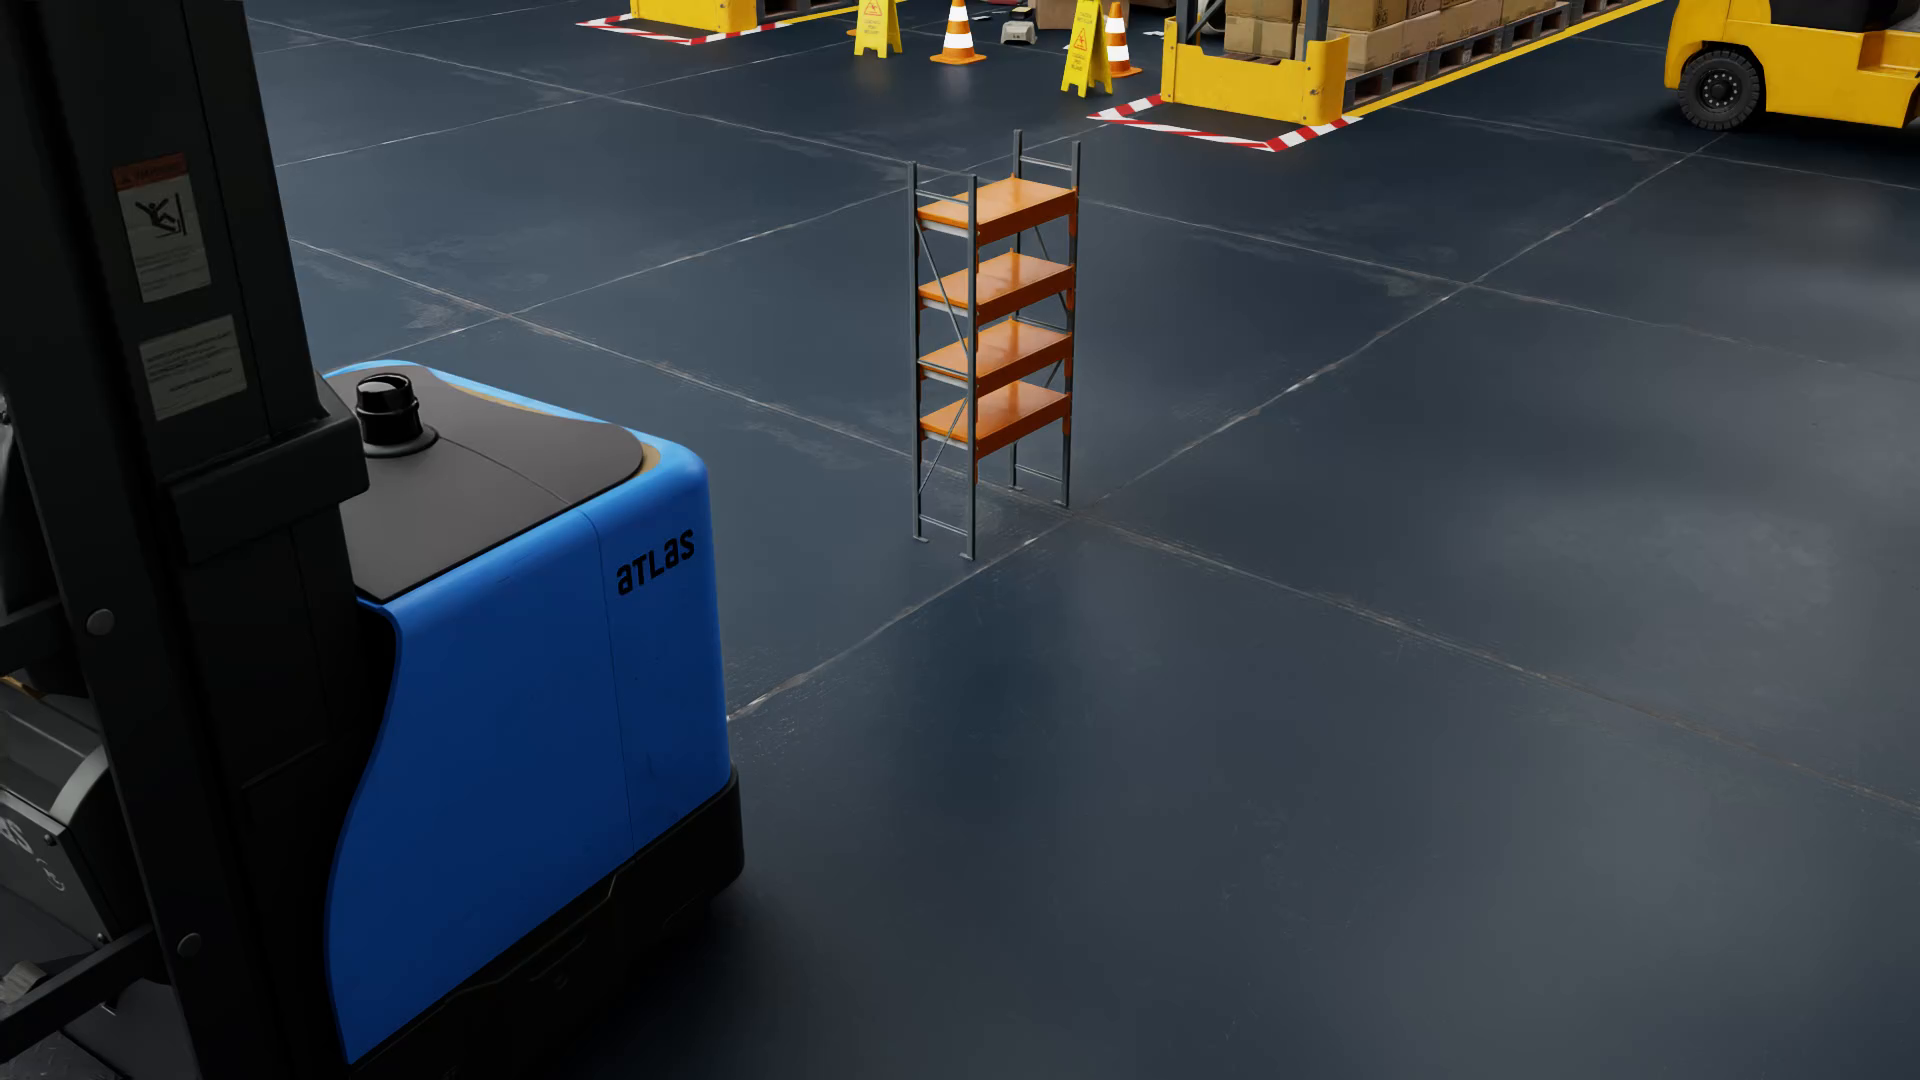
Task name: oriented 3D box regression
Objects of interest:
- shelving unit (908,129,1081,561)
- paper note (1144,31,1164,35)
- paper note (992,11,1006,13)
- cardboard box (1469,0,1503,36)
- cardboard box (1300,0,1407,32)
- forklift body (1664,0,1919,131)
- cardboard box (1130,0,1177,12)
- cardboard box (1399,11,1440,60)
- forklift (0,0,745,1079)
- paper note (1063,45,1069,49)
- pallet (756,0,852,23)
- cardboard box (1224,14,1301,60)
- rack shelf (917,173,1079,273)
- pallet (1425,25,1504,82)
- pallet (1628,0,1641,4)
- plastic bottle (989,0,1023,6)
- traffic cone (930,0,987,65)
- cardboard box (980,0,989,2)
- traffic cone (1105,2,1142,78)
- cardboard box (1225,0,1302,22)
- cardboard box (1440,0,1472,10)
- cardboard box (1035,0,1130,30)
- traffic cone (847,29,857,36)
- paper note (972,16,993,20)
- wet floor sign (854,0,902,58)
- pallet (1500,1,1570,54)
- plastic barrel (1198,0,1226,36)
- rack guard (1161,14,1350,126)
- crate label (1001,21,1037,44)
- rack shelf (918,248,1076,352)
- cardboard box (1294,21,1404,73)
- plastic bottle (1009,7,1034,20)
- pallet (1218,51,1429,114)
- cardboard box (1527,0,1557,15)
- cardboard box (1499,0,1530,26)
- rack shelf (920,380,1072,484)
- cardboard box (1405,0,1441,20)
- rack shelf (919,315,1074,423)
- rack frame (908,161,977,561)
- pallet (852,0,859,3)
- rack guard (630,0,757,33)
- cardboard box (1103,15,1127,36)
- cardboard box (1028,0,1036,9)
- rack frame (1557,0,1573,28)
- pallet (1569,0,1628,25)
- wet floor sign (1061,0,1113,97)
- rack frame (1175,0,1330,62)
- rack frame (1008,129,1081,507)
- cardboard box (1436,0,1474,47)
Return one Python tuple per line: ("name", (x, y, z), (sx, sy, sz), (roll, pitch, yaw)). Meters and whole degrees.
("shelving unit", (0.105, -0.592, 5.088), (0.258, 1.200, 0.503), (21, 34, 34))
("paper note", (1.504, -3.892, 12.753), (0.142, 0.019, 0.148), (-15, 31, -27))
("paper note", (0.320, -4.304, 13.559), (0.123, 0.001, 0.032), (-10, 29, -18))
("cardboard box", (3.501, -3.766, 11.801), (0.500, 0.250, 0.500), (21, 34, 35))
("cardboard box", (2.524, -3.554, 10.574), (0.500, 0.500, 0.500), (19, 33, 33))
("forklift body", (5.414, -3.421, 9.522), (2.313, 2.155, 1.214), (21, 34, 34))
("cardboard box", (1.535, -4.690, 13.620), (0.797, 0.637, 0.503), (21, 34, 34))
("cardboard box", (2.840, -3.391, 11.075), (0.500, 0.250, 0.500), (22, 35, 36))
("forklift", (-1.719, -0.086, 2.226), (1.130, 2.935, 3.031), (17, 32, 30))
("paper note", (0.848, -3.640, 12.253), (0.148, 0.019, 0.142), (9, 29, 17))
("pallet", (-1.653, -4.520, 13.758), (1.003, 0.211, 1.213), (21, 34, 34))
("cardboard box", (2.105, -3.381, 11.056), (0.500, 0.250, 0.500), (21, 34, 34))
("rack shelf", (0.105, -0.941, 4.907), (0.258, 0.148, 0.480), (21, 34, 34))
("pallet", (3.152, -3.538, 11.860), (1.003, 0.211, 1.213), (21, 34, 34))
("pallet", (5.597, -4.932, 14.554), (1.003, 0.211, 1.213), (21, 34, 34))
("plastic bottle", (0.396, -4.511, 13.904), (0.283, 0.061, 0.133), (9, 29, 17))
("traffic cone", (-0.012, -3.648, 11.798), (0.336, 0.463, 0.334), (21, 34, 34))
("cardboard box", (0.248, -4.911, 14.197), (0.500, 0.500, 0.500), (-21, 34, -35))
("traffic cone", (1.061, -3.444, 11.404), (0.336, 0.463, 0.334), (21, 34, 34))
("cardboard box", (2.091, -3.700, 10.857), (0.500, 0.500, 0.500), (21, 34, 35))
("cardboard box", (3.179, -3.916, 11.274), (0.500, 0.500, 0.500), (22, 34, 35))
("cardboard box", (0.947, -4.295, 13.006), (0.797, 0.503, 0.637), (0, 27, 0))
("traffic cone", (-0.667, -4.099, 12.670), (0.336, 0.463, 0.334), (21, 34, 34))
("paper note", (0.180, -4.178, 13.295), (0.142, 0.017, 0.144), (-15, 31, -27))
("wet floor sign", (-0.591, -3.818, 11.928), (0.267, 0.644, 0.232), (15, 31, 26))
("pallet", (3.927, -3.973, 12.700), (1.003, 0.211, 1.213), (21, 34, 34))
("plastic barrel", (1.929, -4.072, 12.661), (0.421, 0.421, 0.512), (-5, 28, -9))
("rack guard", (1.831, -2.958, 10.424), (1.175, 0.500, 0.348), (21, 34, 34))
("crate label", (0.441, -3.800, 12.447), (0.250, 0.136, 0.298), (4, 28, 8))
("rack shelf", (0.105, -0.731, 5.016), (0.258, 0.148, 0.480), (21, 34, 34))
("cardboard box", (2.509, -3.212, 10.730), (0.500, 0.250, 0.500), (20, 34, 34))
("plastic bottle", (0.502, -4.254, 13.406), (0.133, 0.061, 0.283), (9, 29, 17))
("pallet", (2.375, -3.108, 11.028), (1.003, 0.211, 1.213), (21, 34, 34))
("cardboard box", (4.159, -4.137, 12.518), (0.500, 0.250, 0.500), (23, 35, 37))
("cardboard box", (3.828, -3.945, 12.147), (0.500, 0.250, 0.500), (20, 33, 33))
("rack shelf", (0.105, -0.355, 5.210), (0.258, 0.148, 0.480), (21, 34, 34))
("cardboard box", (2.853, -3.740, 10.935), (0.500, 0.500, 0.500), (19, 33, 33))
("rack shelf", (0.105, -0.532, 5.119), (0.258, 0.148, 0.480), (21, 34, 34))
("rack frame", (-0.050, -0.505, 4.921), (0.240, 1.200, 0.015), (21, 34, 34))
("pallet", (-0.876, -4.951, 14.591), (1.003, 0.211, 1.213), (21, 34, 34))
("rack guard", (-2.116, -4.334, 13.083), (1.175, 0.500, 0.348), (21, 34, 34))
("cardboard box", (1.058, -3.830, 12.492), (0.250, 0.149, 0.380), (-10, 29, -18))
("cardboard box", (0.771, -4.509, 13.676), (0.258, 0.266, 0.396), (-21, 34, -35))
("rack frame", (4.327, -5.460, 12.539), (1.000, 3.000, 0.127), (21, 34, 34))
("pallet", (4.821, -4.498, 13.715), (1.003, 0.211, 1.213), (21, 34, 34))
("wet floor sign", (0.836, -3.241, 10.813), (0.232, 0.644, 0.267), (-15, 31, -27))
("rack frame", (1.783, -4.042, 9.798), (1.000, 3.000, 0.127), (21, 34, 34))
("rack frame", (0.260, -0.678, 5.255), (0.240, 1.200, 0.015), (21, 34, 34))
("cardboard box", (3.177, -3.588, 11.457), (0.500, 0.250, 0.500), (24, 35, 38))
